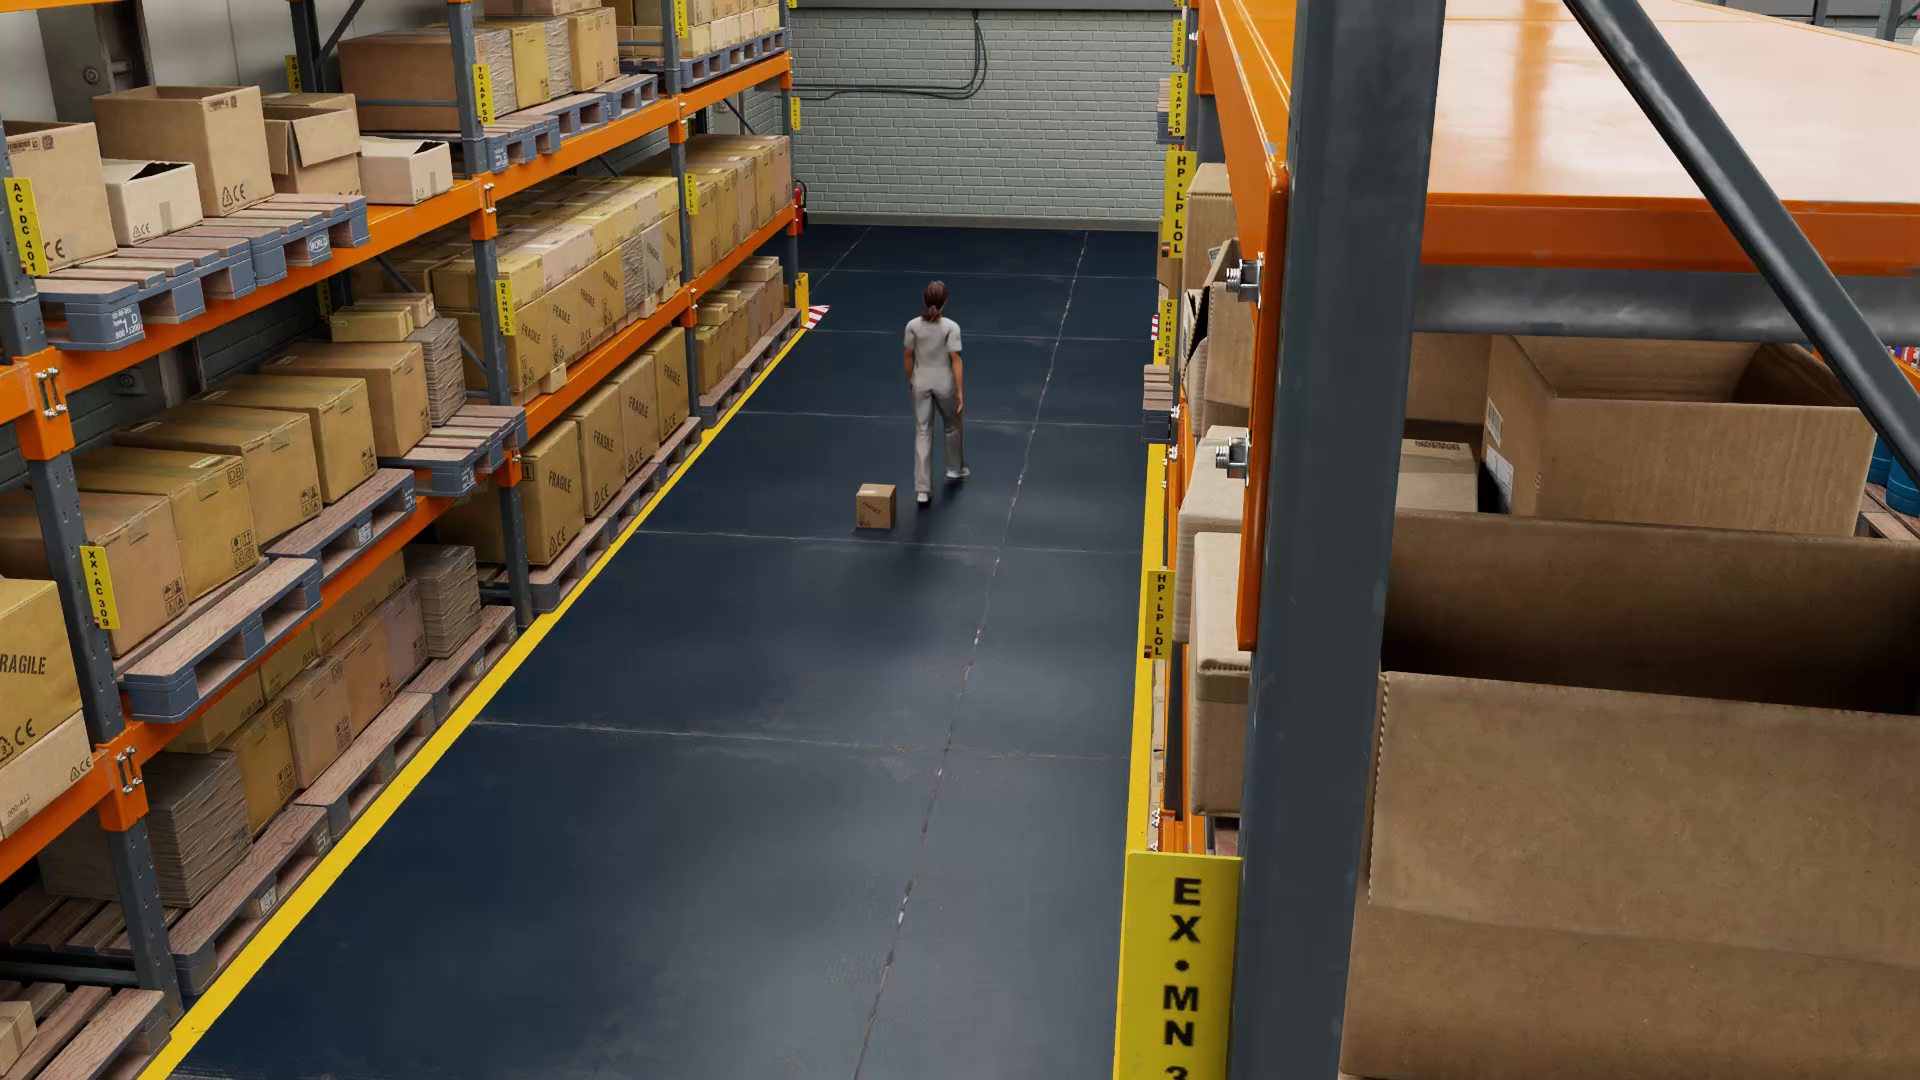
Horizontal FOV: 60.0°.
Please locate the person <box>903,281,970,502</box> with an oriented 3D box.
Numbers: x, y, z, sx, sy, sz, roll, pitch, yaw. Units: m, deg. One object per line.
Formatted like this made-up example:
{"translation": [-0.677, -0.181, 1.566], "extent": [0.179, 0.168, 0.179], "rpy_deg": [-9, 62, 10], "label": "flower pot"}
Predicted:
{"translation": [-0.179, -1.166, 12.568], "extent": [0.474, 1.647, 0.880], "rpy_deg": [3, 21, 8], "label": "person"}
